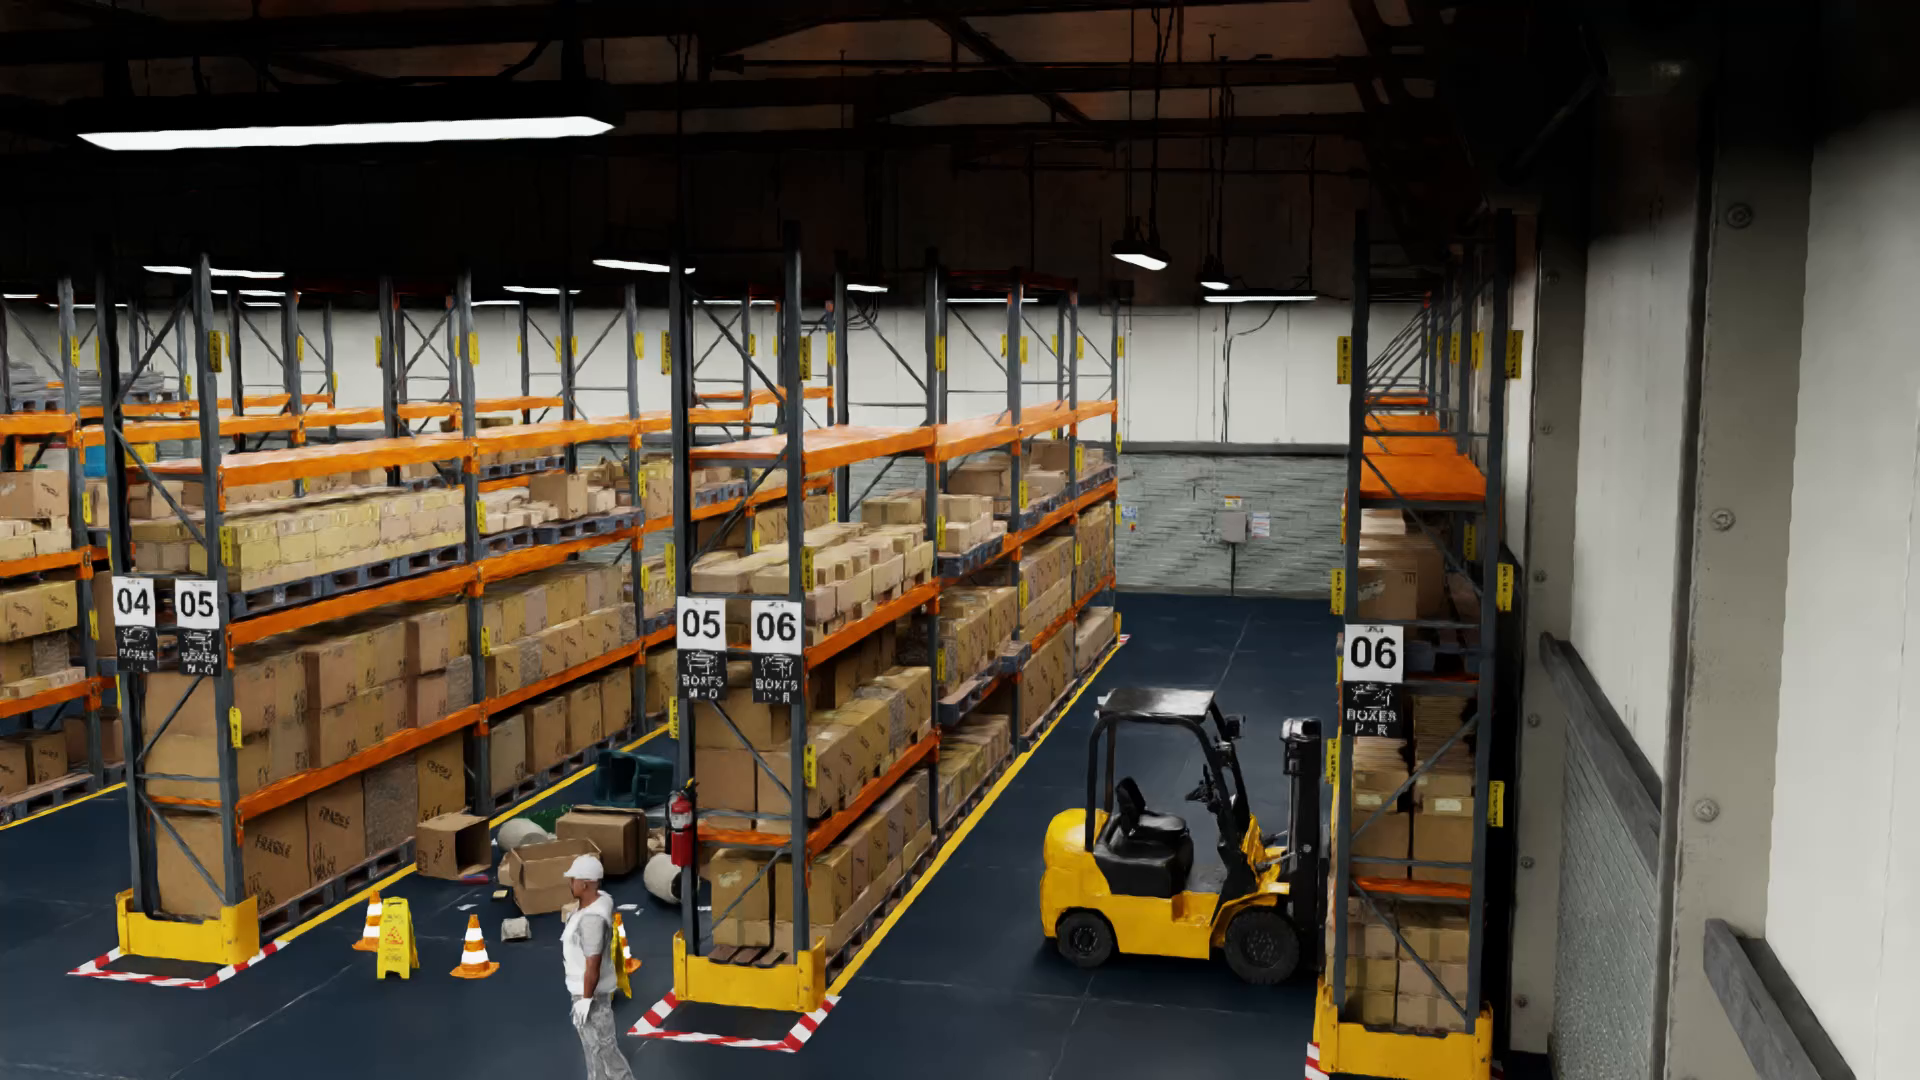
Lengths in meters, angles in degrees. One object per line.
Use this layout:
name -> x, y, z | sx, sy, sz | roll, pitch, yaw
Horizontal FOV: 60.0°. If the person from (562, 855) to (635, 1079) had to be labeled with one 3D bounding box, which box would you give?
person -> -2.372, 2.963, 10.959 | 0.487, 1.784, 0.744 | -2, 7, -15
